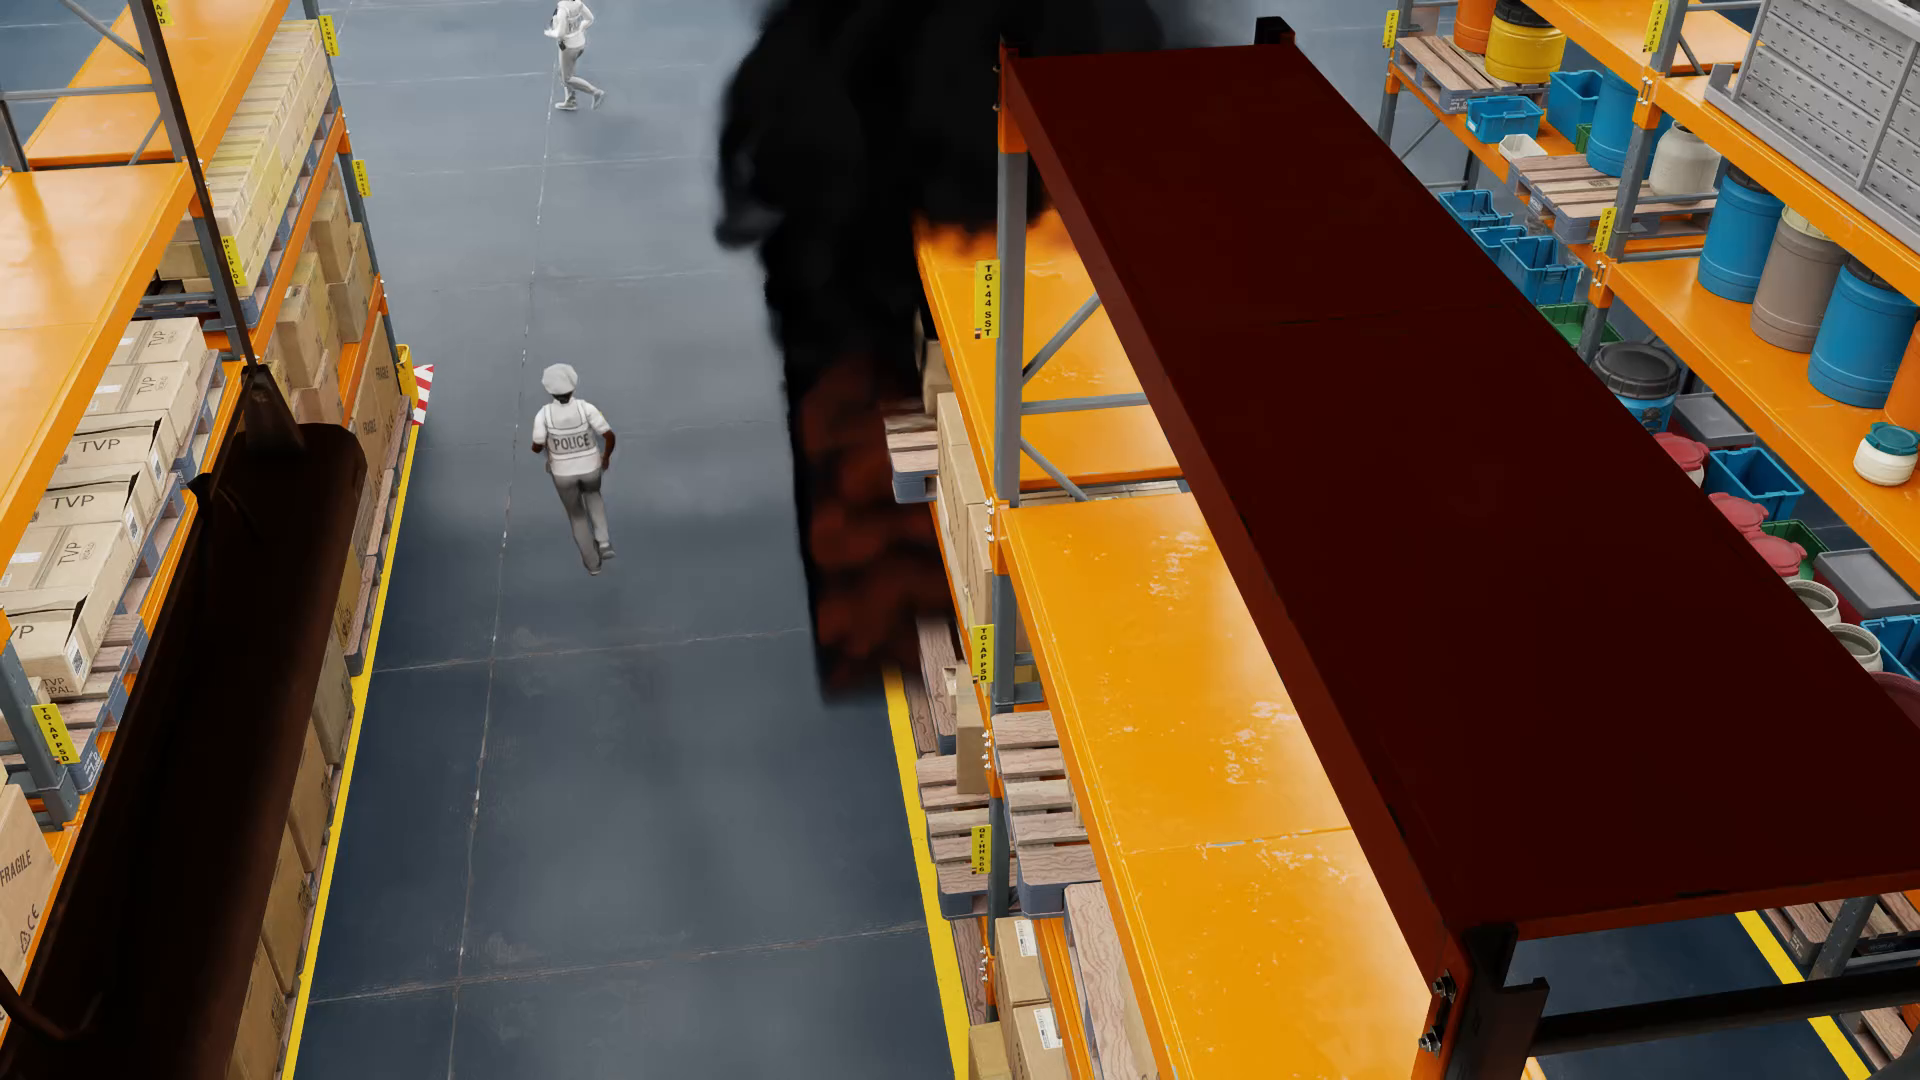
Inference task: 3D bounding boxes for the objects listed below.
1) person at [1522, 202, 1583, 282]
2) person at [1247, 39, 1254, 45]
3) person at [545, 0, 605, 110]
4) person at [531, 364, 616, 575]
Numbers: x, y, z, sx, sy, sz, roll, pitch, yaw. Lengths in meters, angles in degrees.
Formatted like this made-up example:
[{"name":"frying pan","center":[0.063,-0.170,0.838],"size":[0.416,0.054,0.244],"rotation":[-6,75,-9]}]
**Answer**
[{"name":"person","center":[5.629,-3.278,15.926],"size":[0.738,1.822,0.857],"rotation":[-18,40,-22]},{"name":"person","center":[3.294,-4.913,18.831],"size":[0.608,1.549,0.538],"rotation":[8,37,11]},{"name":"person","center":[-4.694,-6.009,20.229],"size":[0.767,1.660,0.625],"rotation":[12,38,16]},{"name":"person","center":[-2.851,-0.544,12.317],"size":[0.585,1.715,0.589],"rotation":[-14,39,-19]}]
